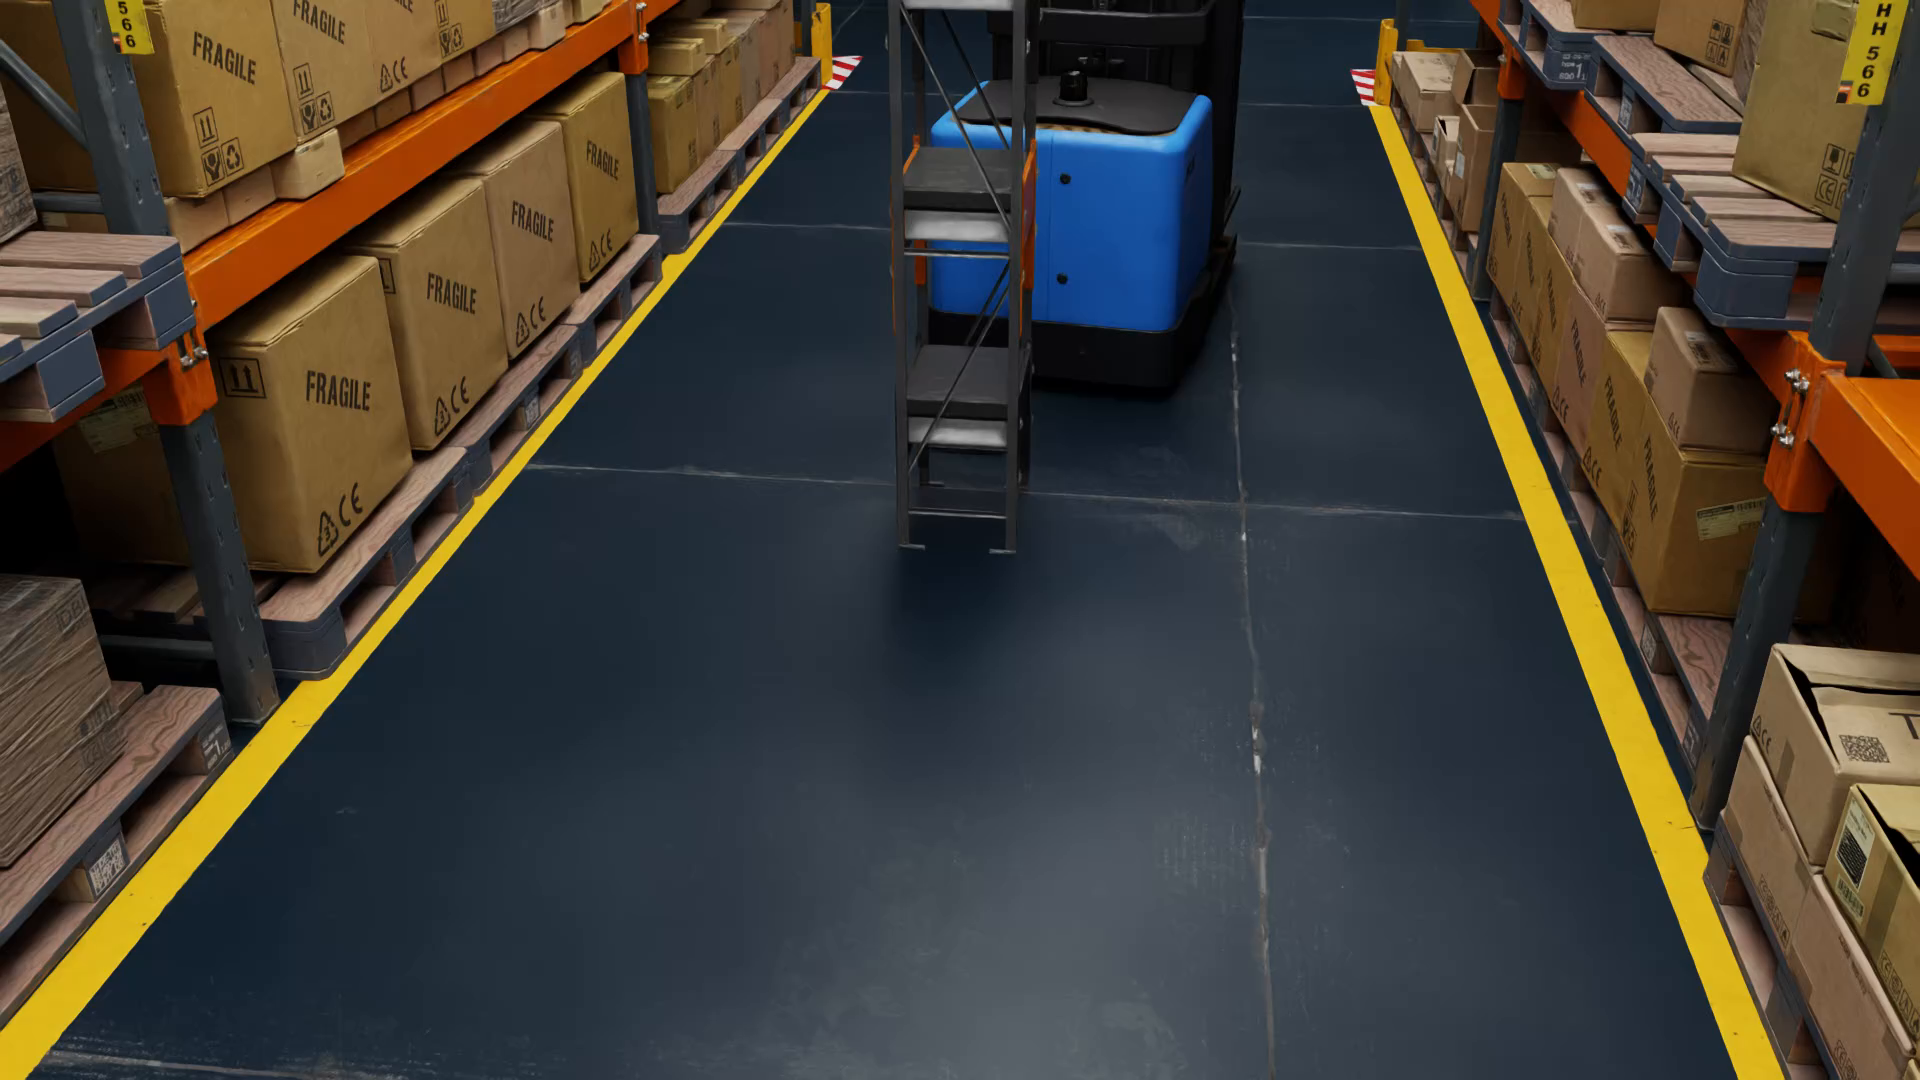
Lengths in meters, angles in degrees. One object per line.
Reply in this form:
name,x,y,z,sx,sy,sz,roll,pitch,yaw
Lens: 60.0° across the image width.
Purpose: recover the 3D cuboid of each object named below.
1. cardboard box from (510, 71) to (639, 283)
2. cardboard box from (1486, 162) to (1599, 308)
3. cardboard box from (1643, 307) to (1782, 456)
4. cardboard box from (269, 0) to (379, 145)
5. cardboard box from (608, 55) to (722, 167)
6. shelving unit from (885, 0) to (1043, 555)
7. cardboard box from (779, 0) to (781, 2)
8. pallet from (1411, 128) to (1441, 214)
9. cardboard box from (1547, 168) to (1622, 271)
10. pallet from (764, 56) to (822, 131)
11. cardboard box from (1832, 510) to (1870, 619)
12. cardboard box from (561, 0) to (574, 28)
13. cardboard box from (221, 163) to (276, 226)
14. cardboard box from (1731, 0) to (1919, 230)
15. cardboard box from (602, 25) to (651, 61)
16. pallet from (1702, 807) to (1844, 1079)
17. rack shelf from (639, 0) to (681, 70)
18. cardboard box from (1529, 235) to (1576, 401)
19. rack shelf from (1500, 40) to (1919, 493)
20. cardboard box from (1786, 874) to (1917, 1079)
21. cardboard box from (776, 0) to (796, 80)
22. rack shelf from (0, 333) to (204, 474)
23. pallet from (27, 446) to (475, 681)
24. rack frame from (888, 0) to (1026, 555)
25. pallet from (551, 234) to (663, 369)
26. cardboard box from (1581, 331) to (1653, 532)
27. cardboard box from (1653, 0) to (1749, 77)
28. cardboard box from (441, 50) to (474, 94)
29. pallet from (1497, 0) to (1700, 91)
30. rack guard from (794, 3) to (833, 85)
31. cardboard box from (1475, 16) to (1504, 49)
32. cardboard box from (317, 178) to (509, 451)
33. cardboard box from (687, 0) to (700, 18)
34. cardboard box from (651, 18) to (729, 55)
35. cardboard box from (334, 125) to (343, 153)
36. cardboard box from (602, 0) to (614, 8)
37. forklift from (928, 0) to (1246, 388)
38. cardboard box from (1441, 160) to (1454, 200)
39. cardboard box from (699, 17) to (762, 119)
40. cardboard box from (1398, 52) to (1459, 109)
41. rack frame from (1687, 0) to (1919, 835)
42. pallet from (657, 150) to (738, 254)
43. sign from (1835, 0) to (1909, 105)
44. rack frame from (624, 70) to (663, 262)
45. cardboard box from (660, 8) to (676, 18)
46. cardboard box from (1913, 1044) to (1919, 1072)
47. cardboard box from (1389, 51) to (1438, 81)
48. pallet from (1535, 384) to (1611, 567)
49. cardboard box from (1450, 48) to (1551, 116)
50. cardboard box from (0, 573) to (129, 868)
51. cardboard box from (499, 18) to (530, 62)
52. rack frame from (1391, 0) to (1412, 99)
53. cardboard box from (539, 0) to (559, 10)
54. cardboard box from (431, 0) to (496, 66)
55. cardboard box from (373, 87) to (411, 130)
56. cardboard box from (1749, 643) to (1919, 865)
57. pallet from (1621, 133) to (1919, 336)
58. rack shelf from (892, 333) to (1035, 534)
cardboard box,-1.948,-1.650,7.474,0.750,0.750,0.750,4,29,7
cardboard box,2.618,-1.319,7.207,0.500,0.500,0.500,2,28,4
cardboard box,2.314,-0.460,4.823,0.500,0.250,0.500,4,29,8
cardboard box,-2.101,-1.486,4.906,0.500,0.500,0.500,4,29,8
cardboard box,-1.739,-2.392,9.220,0.700,0.500,0.500,3,28,6
shelving unit,0.020,-1.002,5.397,0.431,2.100,0.503,3,28,6
cardboard box,-1.329,-3.572,10.726,0.380,0.149,0.250,3,28,6
pallet,3.151,-2.111,9.445,1.003,0.211,1.213,3,28,6
cardboard box,2.496,-1.178,6.156,0.500,0.250,0.500,3,29,6
pallet,-1.528,-3.000,11.095,1.003,0.211,1.213,3,28,6
cardboard box,2.827,-0.094,4.933,0.500,0.500,0.500,2,28,4
cardboard box,-1.842,-2.209,6.931,0.380,0.149,0.250,4,29,8
cardboard box,-2.178,-1.000,4.688,0.380,0.149,0.250,4,29,7
cardboard box,2.395,-1.088,4.059,0.700,0.500,0.500,-6,29,-11
cardboard box,-1.925,-2.757,9.213,0.380,0.149,0.250,2,28,5
pallet,2.290,1.057,3.566,1.003,0.211,1.213,3,28,6
rack shelf,-1.752,-3.350,9.564,1.077,0.370,4.000,3,28,6
cardboard box,2.495,-0.832,6.304,0.500,0.500,0.500,4,29,7
rack shelf,2.674,-1.181,5.538,1.077,0.370,4.000,3,28,6
cardboard box,2.013,0.935,3.307,0.500,0.250,0.500,3,28,5
cardboard box,-1.494,-3.357,11.012,0.700,0.500,0.500,3,28,6
rack shelf,-2.733,0.416,2.574,1.077,0.370,4.000,3,28,6
pallet,-2.316,0.018,5.493,1.003,0.211,1.213,3,28,6
rack frame,-0.010,-0.887,5.183,0.400,2.100,0.015,3,28,6
pallet,-2.017,-1.130,7.625,1.003,0.211,1.213,3,28,6
cardboard box,2.375,-0.347,5.403,0.500,0.500,0.500,2,28,4
cardboard box,2.764,-1.833,5.441,0.700,0.500,0.500,-4,29,-7
cardboard box,-2.001,-1.728,6.039,0.380,0.149,0.250,4,29,8
pallet,2.713,-1.985,6.474,1.003,0.211,1.213,3,28,6
rack guard,-1.504,-3.519,11.755,1.175,0.500,0.348,3,28,6
cardboard box,3.587,-3.145,10.597,0.500,0.500,0.500,3,28,6
cardboard box,-2.154,-0.831,5.954,0.750,0.750,0.750,3,28,6
cardboard box,-1.800,-3.237,10.105,0.380,0.149,0.250,4,29,7
cardboard box,-1.517,-2.838,9.363,0.380,0.149,0.250,3,28,5
cardboard box,-2.153,-1.246,5.144,0.380,0.149,0.250,3,28,6
cardboard box,-1.758,-2.448,7.375,0.380,0.149,0.250,4,29,7
forklift,0.750,-2.590,7.467,1.130,2.935,3.031,7,29,13
cardboard box,2.694,-1.842,8.549,0.380,0.149,0.250,3,28,6
cardboard box,-1.616,-2.885,10.135,0.700,0.500,0.500,2,28,5
cardboard box,3.000,-2.830,10.276,0.500,0.250,0.500,3,28,6
rack frame,2.429,-0.556,3.620,1.000,3.000,0.127,3,28,6
pallet,-1.827,-1.851,8.963,1.003,0.211,1.213,3,28,6
sign,1.890,-1.058,3.415,0.100,0.325,0.005,3,28,6
rack frame,-1.997,-2.725,7.646,1.000,3.000,0.127,3,28,6
cardboard box,-1.862,-2.997,9.660,0.380,0.149,0.250,3,28,5
cardboard box,1.953,0.940,2.708,0.500,0.311,0.500,3,28,5
cardboard box,3.017,-3.084,10.853,0.380,0.149,0.250,3,28,6
pallet,2.710,-0.251,5.993,1.003,0.211,1.213,3,28,6
cardboard box,3.144,-2.419,9.245,0.797,0.503,0.637,3,28,6
cardboard box,-2.524,0.406,4.005,0.700,0.500,0.500,4,29,7
cardboard box,-1.912,-1.970,6.487,0.380,0.149,0.250,3,28,6
rack frame,3.409,-4.322,10.610,1.000,3.000,0.127,3,28,6
cardboard box,-1.857,-2.436,6.670,0.500,0.500,0.500,4,29,7
cardboard box,-1.983,-1.965,5.795,0.500,0.500,0.500,4,29,8
cardboard box,-2.087,-1.489,5.596,0.380,0.149,0.250,4,29,7
cardboard box,2.074,0.452,3.614,0.500,0.311,0.500,4,29,8
pallet,2.443,-0.795,4.265,1.213,0.211,1.003,3,28,6
rack shelf,0.020,-0.374,5.735,0.431,0.518,0.480,3,28,6
